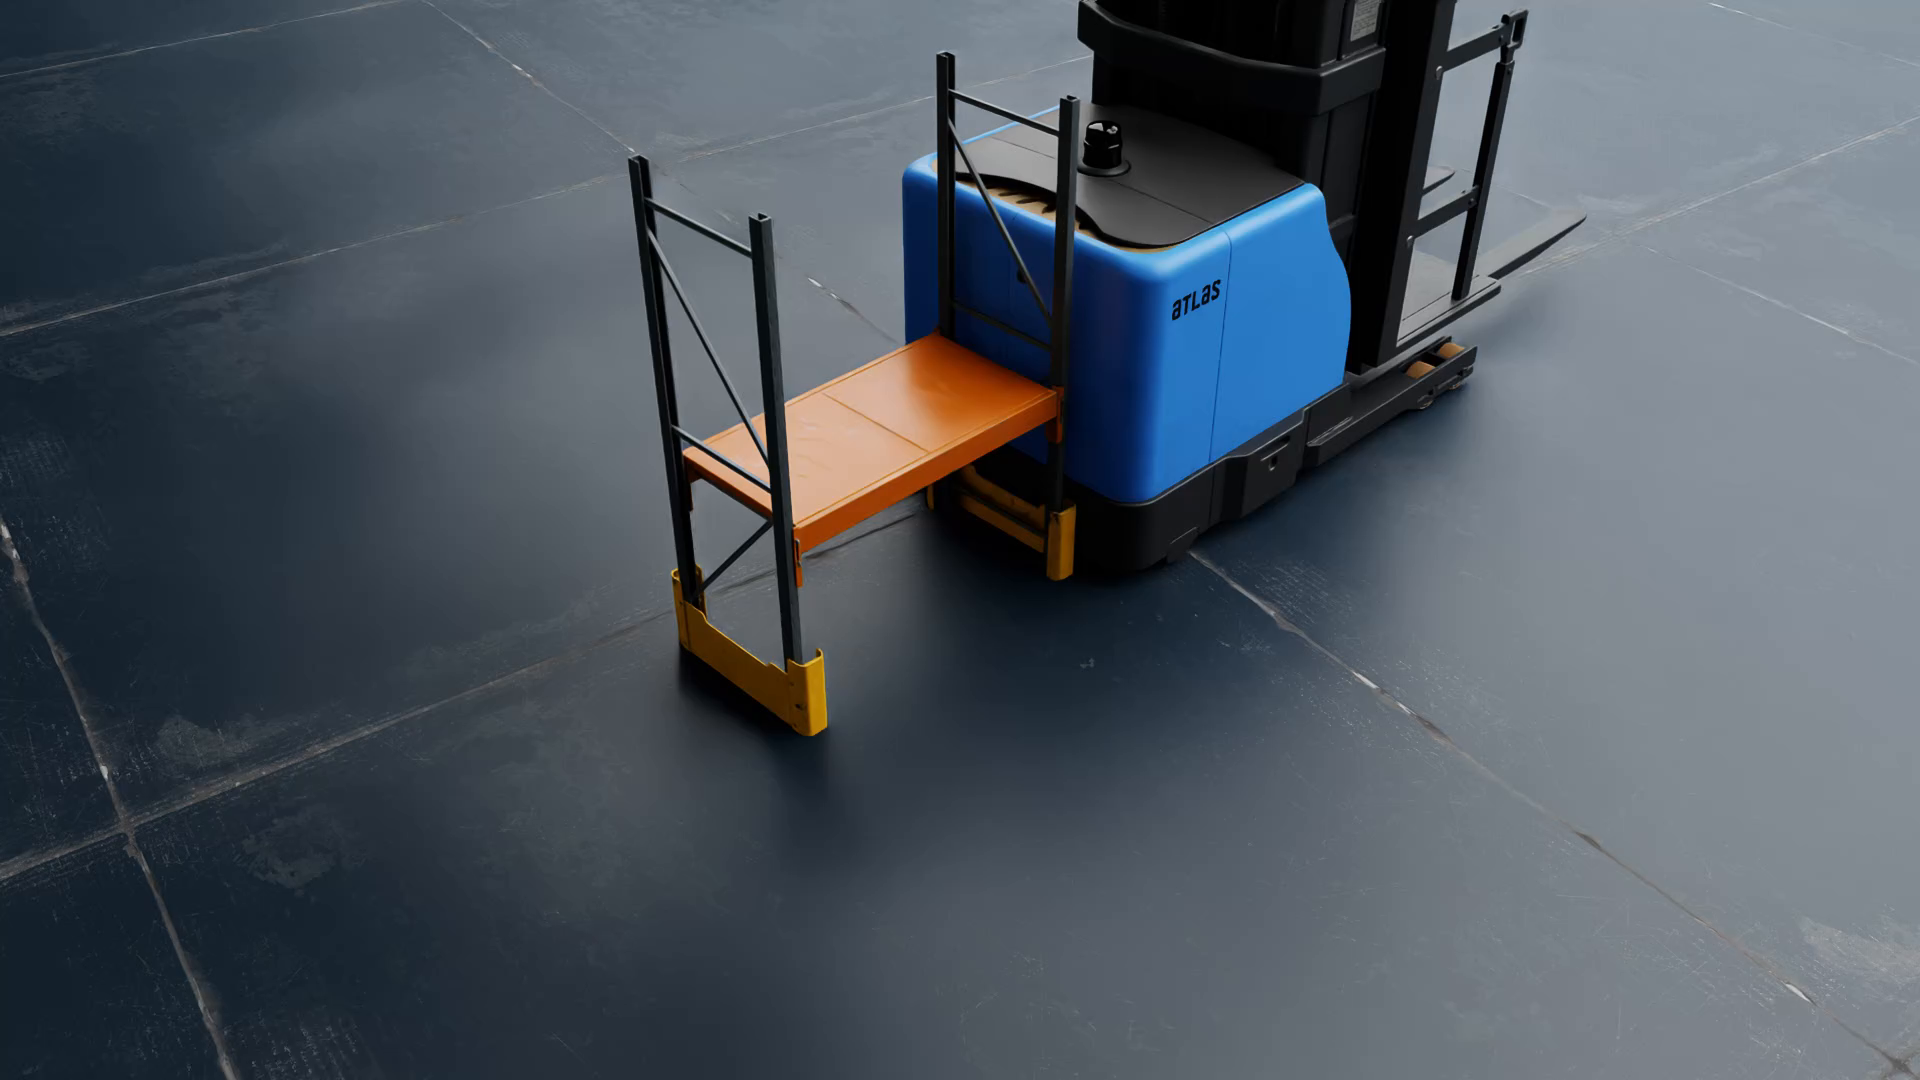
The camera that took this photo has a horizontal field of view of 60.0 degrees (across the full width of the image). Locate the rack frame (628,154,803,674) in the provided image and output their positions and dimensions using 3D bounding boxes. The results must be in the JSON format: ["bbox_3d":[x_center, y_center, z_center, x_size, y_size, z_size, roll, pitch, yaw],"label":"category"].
[{"bbox_3d":[-0.602,-0.200,4.244,0.032,1.500,0.500,-30,45,-35],"label":"rack frame"}]

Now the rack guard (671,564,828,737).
[{"bbox_3d":[-0.589,0.299,4.620,0.087,0.250,0.587,-30,45,-35],"label":"rack guard"}]

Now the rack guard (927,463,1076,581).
[{"bbox_3d":[0.121,-0.109,5.187,0.087,0.250,0.587,-30,45,-35],"label":"rack guard"}]

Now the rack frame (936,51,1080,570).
[{"bbox_3d":[0.121,-0.617,4.823,0.032,1.500,0.500,-30,45,-35],"label":"rack frame"}]

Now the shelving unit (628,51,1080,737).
[{"bbox_3d":[-0.234,-0.412,4.539,1.083,1.500,0.587,-30,45,-35],"label":"shelving unit"}]

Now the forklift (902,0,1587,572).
[{"bbox_3d":[1.215,-1.847,5.308,3.031,2.935,1.130,-30,45,-35],"label":"forklift"}]

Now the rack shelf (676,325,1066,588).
[{"bbox_3d":[-0.240,-0.262,4.638,1.000,0.185,0.538,-30,45,-35],"label":"rack shelf"}]
